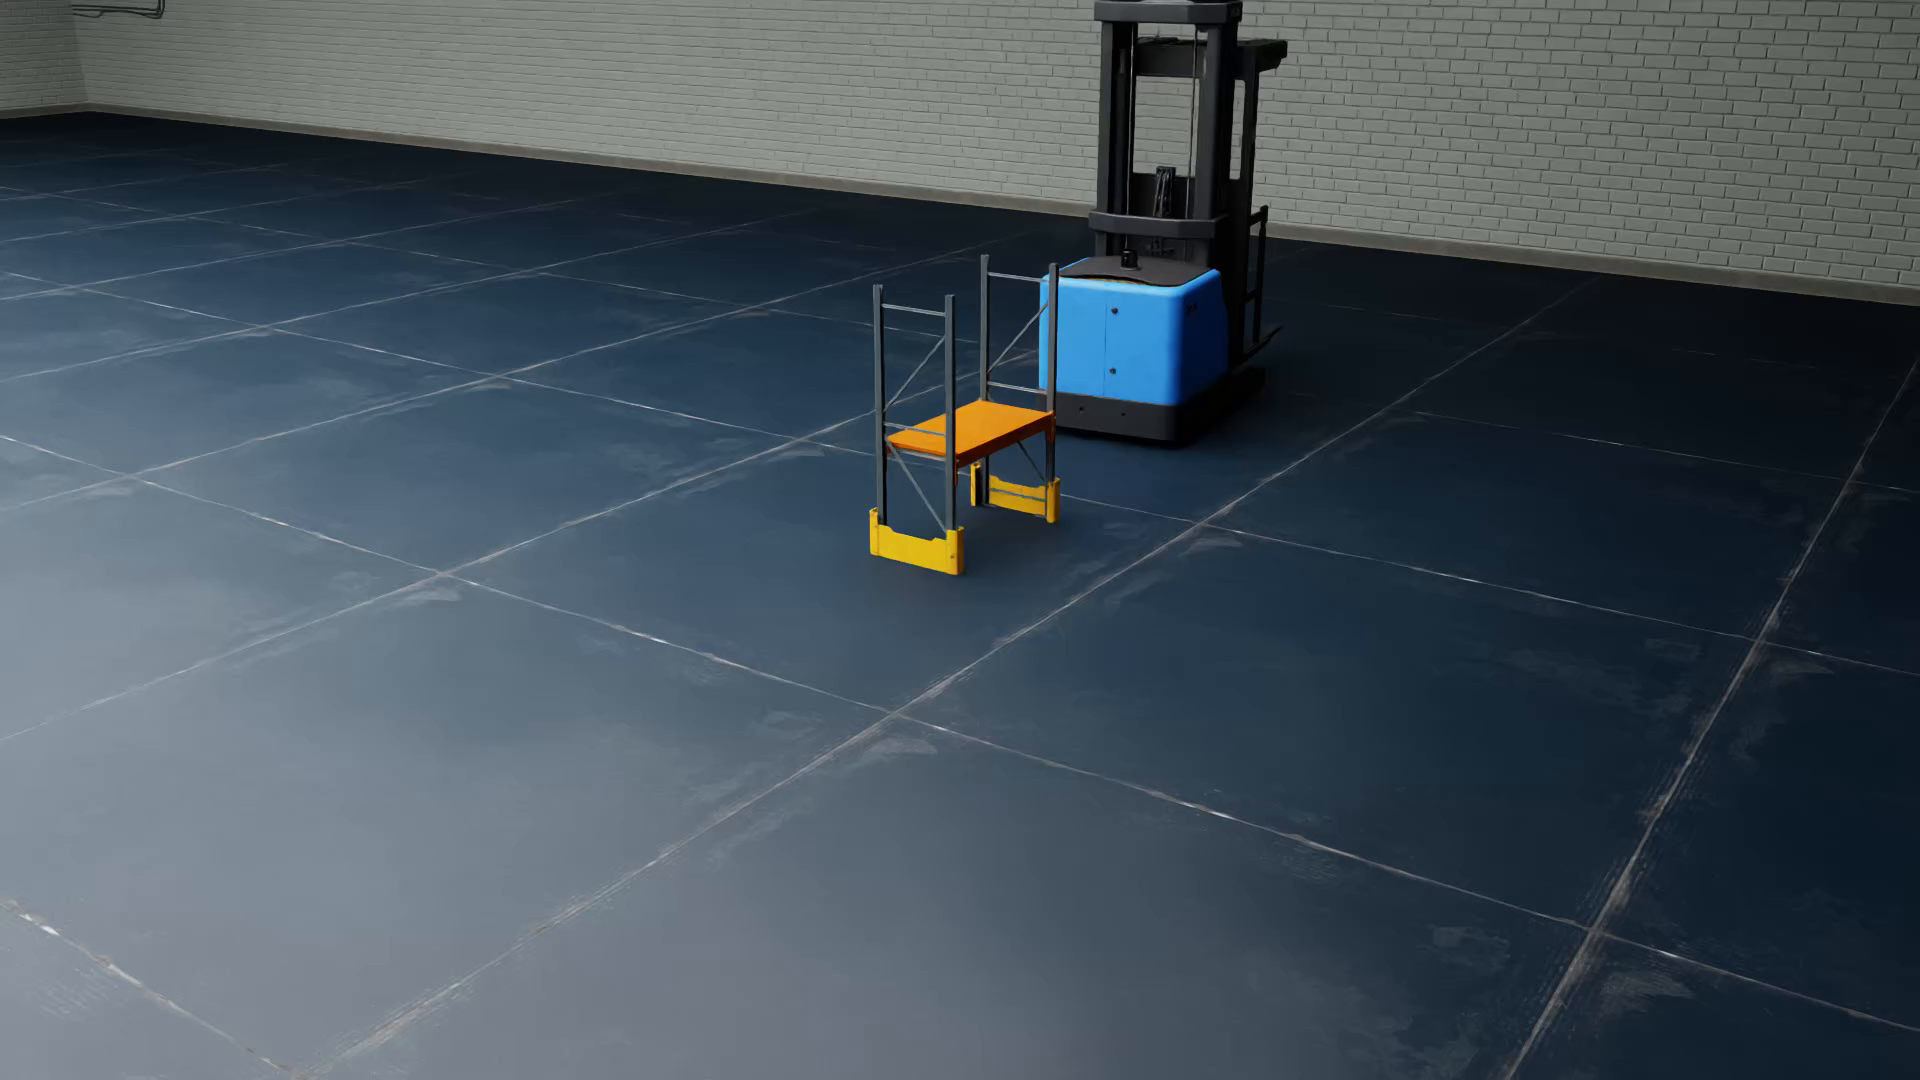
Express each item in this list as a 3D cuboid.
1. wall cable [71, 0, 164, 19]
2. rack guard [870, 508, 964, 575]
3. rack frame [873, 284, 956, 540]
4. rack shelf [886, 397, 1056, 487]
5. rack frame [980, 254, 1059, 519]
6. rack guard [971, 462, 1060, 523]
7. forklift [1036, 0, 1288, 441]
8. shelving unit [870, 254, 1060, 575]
[{"bbox_3d":[-15.077,-10.496,29.281,3.097,2.526,0.112,13,24,32],"label":"wall cable"},{"bbox_3d":[-0.237,0.004,9.031,0.587,0.250,0.087,13,24,32],"label":"rack guard"},{"bbox_3d":[-0.238,-0.582,8.814,0.500,1.500,0.032,13,24,32],"label":"rack frame"},{"bbox_3d":[0.048,-0.559,9.270,0.538,0.185,1.000,13,24,32],"label":"rack shelf"},{"bbox_3d":[0.334,-0.874,9.602,0.500,1.500,0.032,13,24,32],"label":"rack frame"},{"bbox_3d":[0.323,-0.282,9.804,0.587,0.250,0.087,13,24,32],"label":"rack guard"},{"bbox_3d":[1.633,-2.500,11.934,1.130,2.935,3.031,10,22,25],"label":"forklift"},{"bbox_3d":[0.043,-0.725,9.201,0.587,1.500,1.083,13,24,32],"label":"shelving unit"}]
